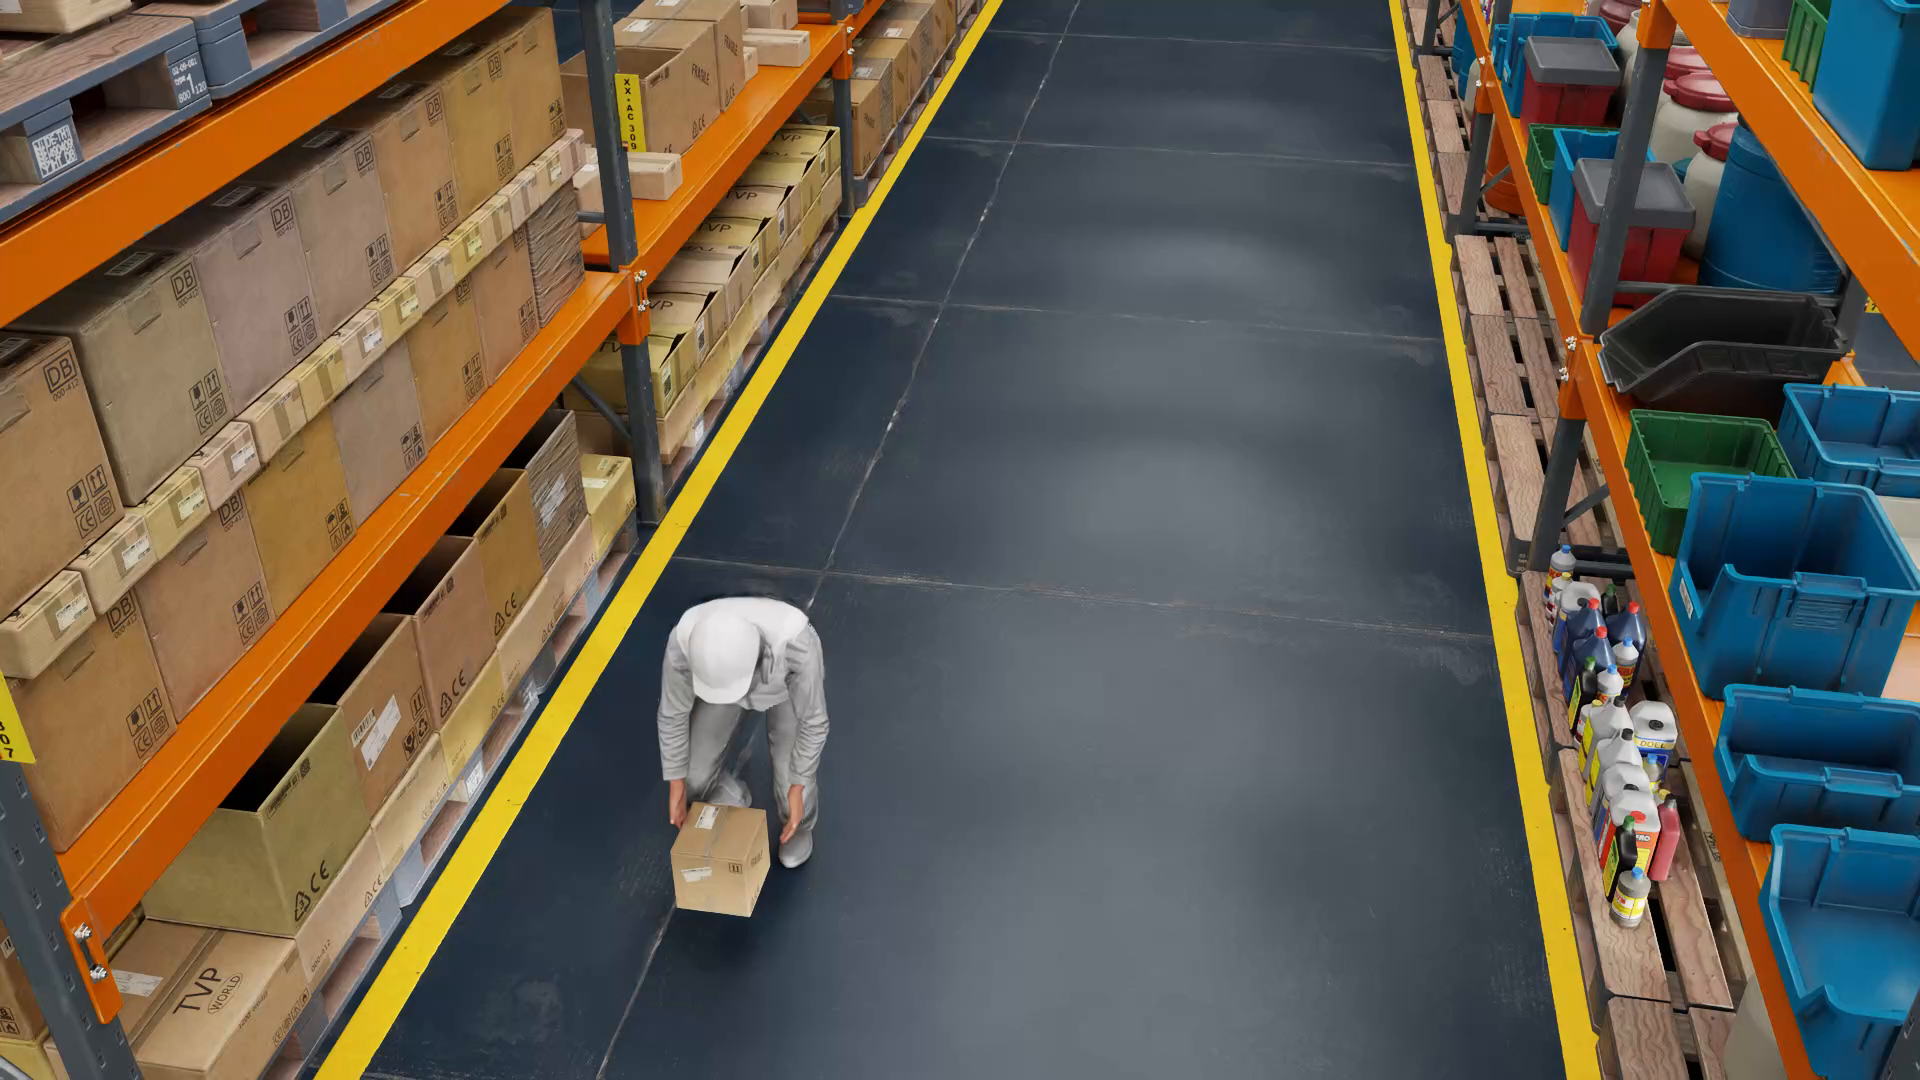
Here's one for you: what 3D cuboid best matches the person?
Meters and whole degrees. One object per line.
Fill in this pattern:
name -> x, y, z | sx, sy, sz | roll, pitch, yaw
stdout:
person -> -0.722, 0.601, 5.652 | 0.474, 1.249, 0.837 | 5, 33, 8
